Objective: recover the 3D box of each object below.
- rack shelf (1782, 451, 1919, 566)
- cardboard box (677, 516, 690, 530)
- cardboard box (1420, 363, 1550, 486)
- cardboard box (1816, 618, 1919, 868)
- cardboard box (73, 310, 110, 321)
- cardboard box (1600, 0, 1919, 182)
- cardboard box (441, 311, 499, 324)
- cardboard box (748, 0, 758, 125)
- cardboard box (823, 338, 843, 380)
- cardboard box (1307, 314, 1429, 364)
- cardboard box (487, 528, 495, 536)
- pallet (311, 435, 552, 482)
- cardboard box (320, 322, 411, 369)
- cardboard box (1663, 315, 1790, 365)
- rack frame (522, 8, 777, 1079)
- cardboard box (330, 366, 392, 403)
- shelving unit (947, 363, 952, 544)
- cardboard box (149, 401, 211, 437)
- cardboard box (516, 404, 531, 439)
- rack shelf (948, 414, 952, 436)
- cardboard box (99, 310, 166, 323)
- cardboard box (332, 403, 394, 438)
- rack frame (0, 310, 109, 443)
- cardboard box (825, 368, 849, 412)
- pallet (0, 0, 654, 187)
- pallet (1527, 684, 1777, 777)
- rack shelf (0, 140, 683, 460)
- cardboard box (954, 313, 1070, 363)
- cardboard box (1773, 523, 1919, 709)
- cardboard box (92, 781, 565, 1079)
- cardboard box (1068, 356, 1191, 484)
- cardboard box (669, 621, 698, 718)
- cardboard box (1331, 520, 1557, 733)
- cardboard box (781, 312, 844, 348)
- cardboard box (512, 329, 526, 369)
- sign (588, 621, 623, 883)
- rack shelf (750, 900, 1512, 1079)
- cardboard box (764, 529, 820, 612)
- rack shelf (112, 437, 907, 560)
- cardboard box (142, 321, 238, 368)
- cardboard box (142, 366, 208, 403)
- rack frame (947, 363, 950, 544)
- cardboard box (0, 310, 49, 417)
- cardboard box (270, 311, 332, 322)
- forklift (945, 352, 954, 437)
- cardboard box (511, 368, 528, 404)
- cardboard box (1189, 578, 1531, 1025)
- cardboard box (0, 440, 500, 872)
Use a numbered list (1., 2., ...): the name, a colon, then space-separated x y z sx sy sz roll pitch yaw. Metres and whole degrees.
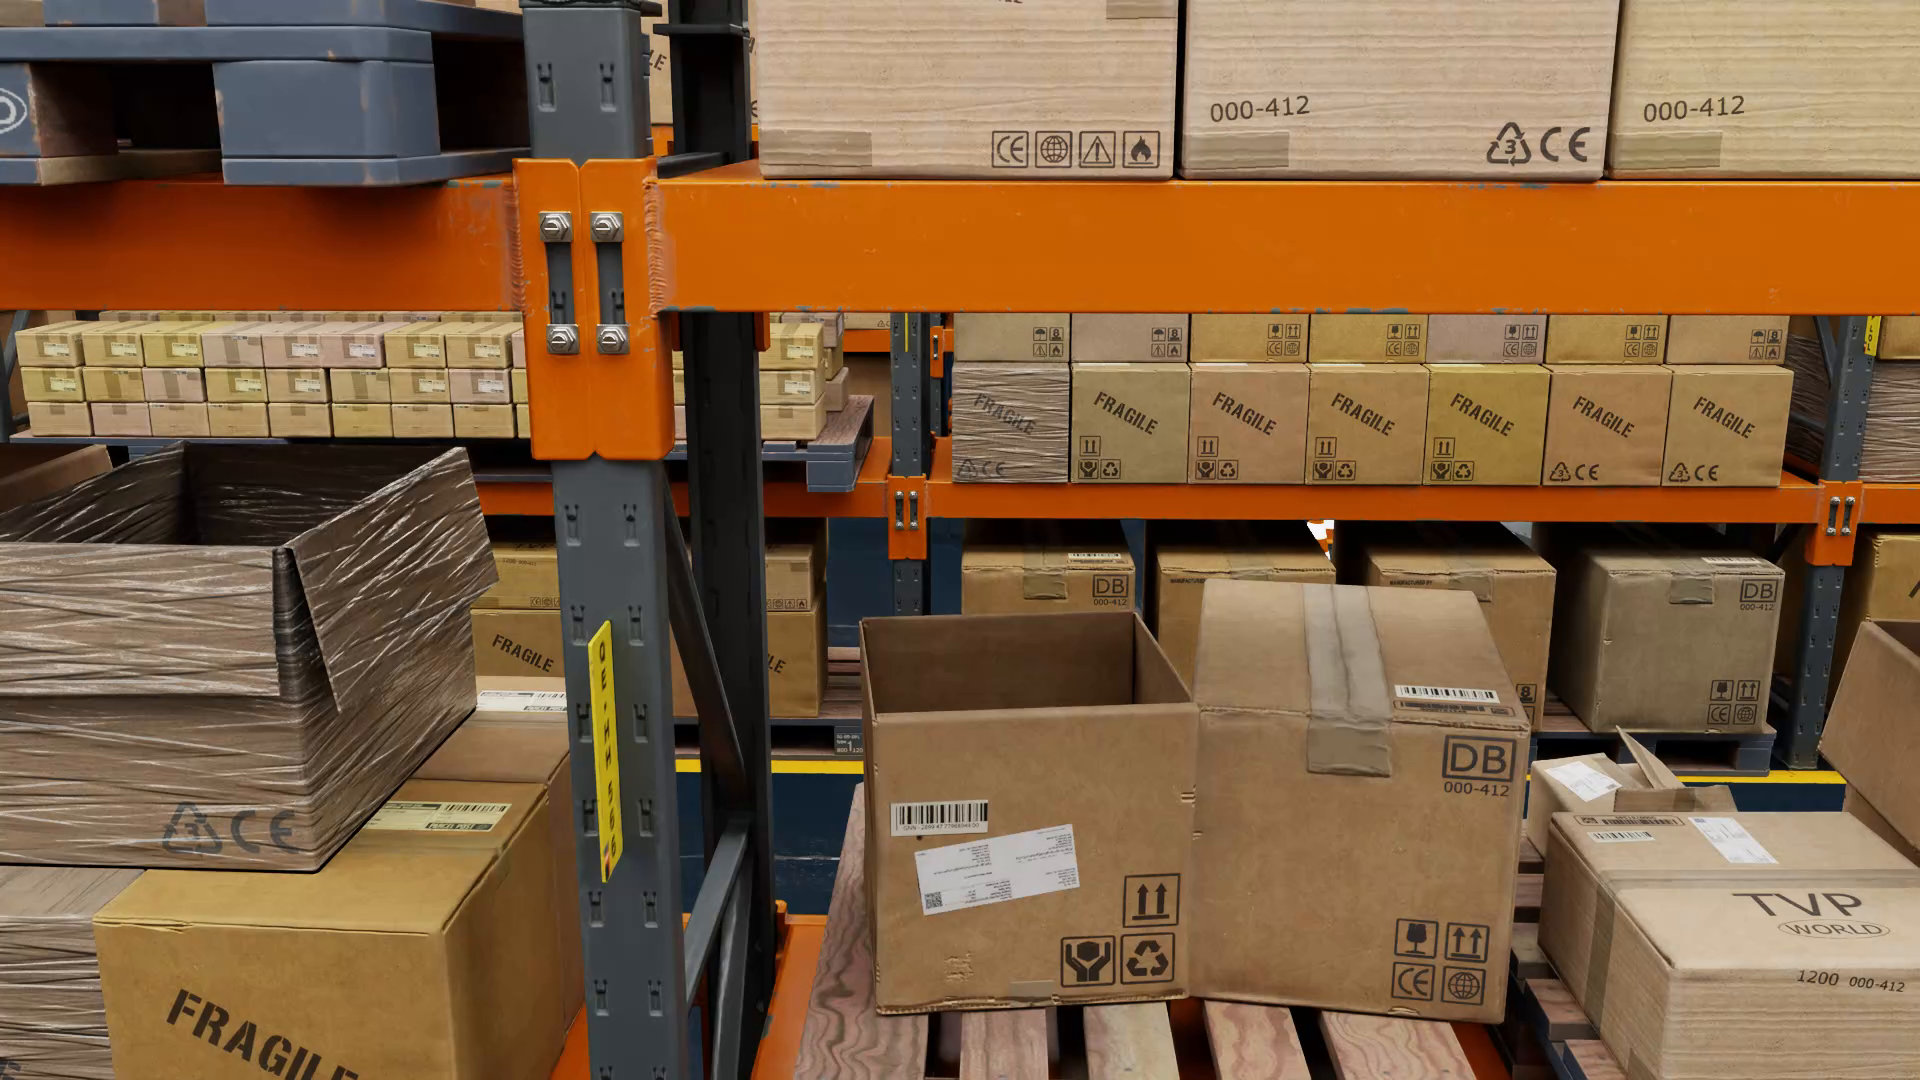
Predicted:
1. rack shelf: 5.779 -0.185 7.571 4.000 0.370 1.077 0 15 1
2. cardboard box: -1.409 0.002 8.061 0.500 0.250 0.500 0 15 1
3. cardboard box: 2.241 -0.536 7.296 0.500 0.500 0.500 1 15 2
4. cardboard box: 1.817 0.478 2.624 0.637 0.503 0.797 2 15 7
5. cardboard box: -6.203 -1.856 12.299 0.500 0.500 0.500 1 15 3
6. cardboard box: 1.044 -0.613 2.198 0.500 0.250 0.500 1 15 3
7. cardboard box: -2.239 -1.004 7.770 0.250 0.149 0.380 0 15 1
8. cardboard box: -0.796 -2.010 7.001 0.500 0.500 0.500 0 15 1
9. cardboard box: -0.697 -0.852 7.774 0.250 0.149 0.380 1 15 4
10. cardboard box: 1.759 -1.089 7.433 0.500 0.500 0.700 0 15 1
11. cardboard box: -2.444 0.124 7.595 0.500 0.250 0.500 1 15 4
12. pallet: -2.199 -0.482 7.662 1.213 0.211 1.003 0 15 1
13. cardboard box: -2.543 -0.839 7.144 0.250 0.149 0.380 1 15 4
14. cardboard box: 3.283 -1.079 7.395 0.500 0.500 0.700 0 15 0
15. rack frame: -0.447 0.692 2.836 0.127 3.000 1.000 0 15 1
16. cardboard box: -2.524 -0.696 7.185 0.250 0.149 0.380 0 15 0
17. shelving unit: 0.014 -0.580 11.187 0.189 1.200 0.258 0 15 1
18. cardboard box: -3.309 -0.557 7.240 0.250 0.149 0.380 0 15 2
19. cardboard box: -1.747 -0.547 7.203 0.250 0.149 0.380 0 15 -1
20. rack shelf: 0.014 -0.769 11.137 0.180 0.103 0.258 0 15 1
21. cardboard box: -3.812 -1.014 7.808 0.250 0.149 0.380 1 15 4
22. cardboard box: -2.530 -0.553 7.224 0.250 0.149 0.380 0 15 0
23. rack frame: -4.218 -0.598 7.727 0.127 3.000 1.000 0 15 1
24. cardboard box: -0.661 -0.708 7.812 0.250 0.149 0.380 0 15 1
25. pallet: -1.092 -0.657 2.442 1.003 0.211 1.213 1 15 4
26. pallet: 3.006 0.817 7.831 1.213 0.211 1.003 0 15 1
27. rack shelf: -2.446 -0.423 2.595 4.000 0.370 1.077 0 15 1
28. cardboard box: 0.229 -1.098 7.467 0.500 0.500 0.700 0 15 1
29. cardboard box: 4.407 0.300 7.663 0.875 0.875 0.875 1 15 2
30. cardboard box: -0.946 0.704 2.596 0.500 0.500 0.500 1 15 3
31. cardboard box: 0.731 -0.546 7.333 0.500 0.500 0.500 0 15 1
32. cardboard box: -1.403 0.492 7.673 0.500 0.500 0.500 1 15 4
33. cardboard box: 2.193 0.350 7.718 0.750 0.750 1.050 0 15 1
34. cardboard box: -0.680 -0.994 7.729 0.250 0.149 0.380 0 15 2
35. cardboard box: -1.741 -0.835 7.129 0.250 0.149 0.380 0 15 1
36. sign: -0.458 0.274 2.152 0.005 0.325 0.100 0 15 1
37. rack shelf: 1.553 1.053 2.878 4.000 0.370 1.077 0 15 1
38. cardboard box: -0.909 0.133 7.561 0.500 0.250 0.500 0 15 0
39. rack shelf: -2.218 -0.237 7.769 4.000 0.370 1.077 0 15 1
40. cardboard box: -3.301 -0.845 7.165 0.250 0.149 0.380 1 15 2
41. cardboard box: -3.319 -0.701 7.202 0.250 0.149 0.380 1 15 3
42. rack frame: -0.077 -0.581 11.189 0.006 1.200 0.240 0 15 1
43. cardboard box: -4.706 -0.858 7.932 0.500 0.500 0.500 0 15 0
44. cardboard box: -3.022 -1.009 7.788 0.250 0.149 0.380 0 15 1
45. forklift: 1.163 -2.196 13.916 3.031 2.935 1.130 1 15 2
46. cardboard box: -1.753 -0.691 7.164 0.250 0.149 0.380 0 15 1
47. cardboard box: 0.655 0.412 2.878 0.500 0.500 0.700 3 15 10
48. cardboard box: -1.177 0.150 2.729 0.637 0.503 0.797 1 15 3
